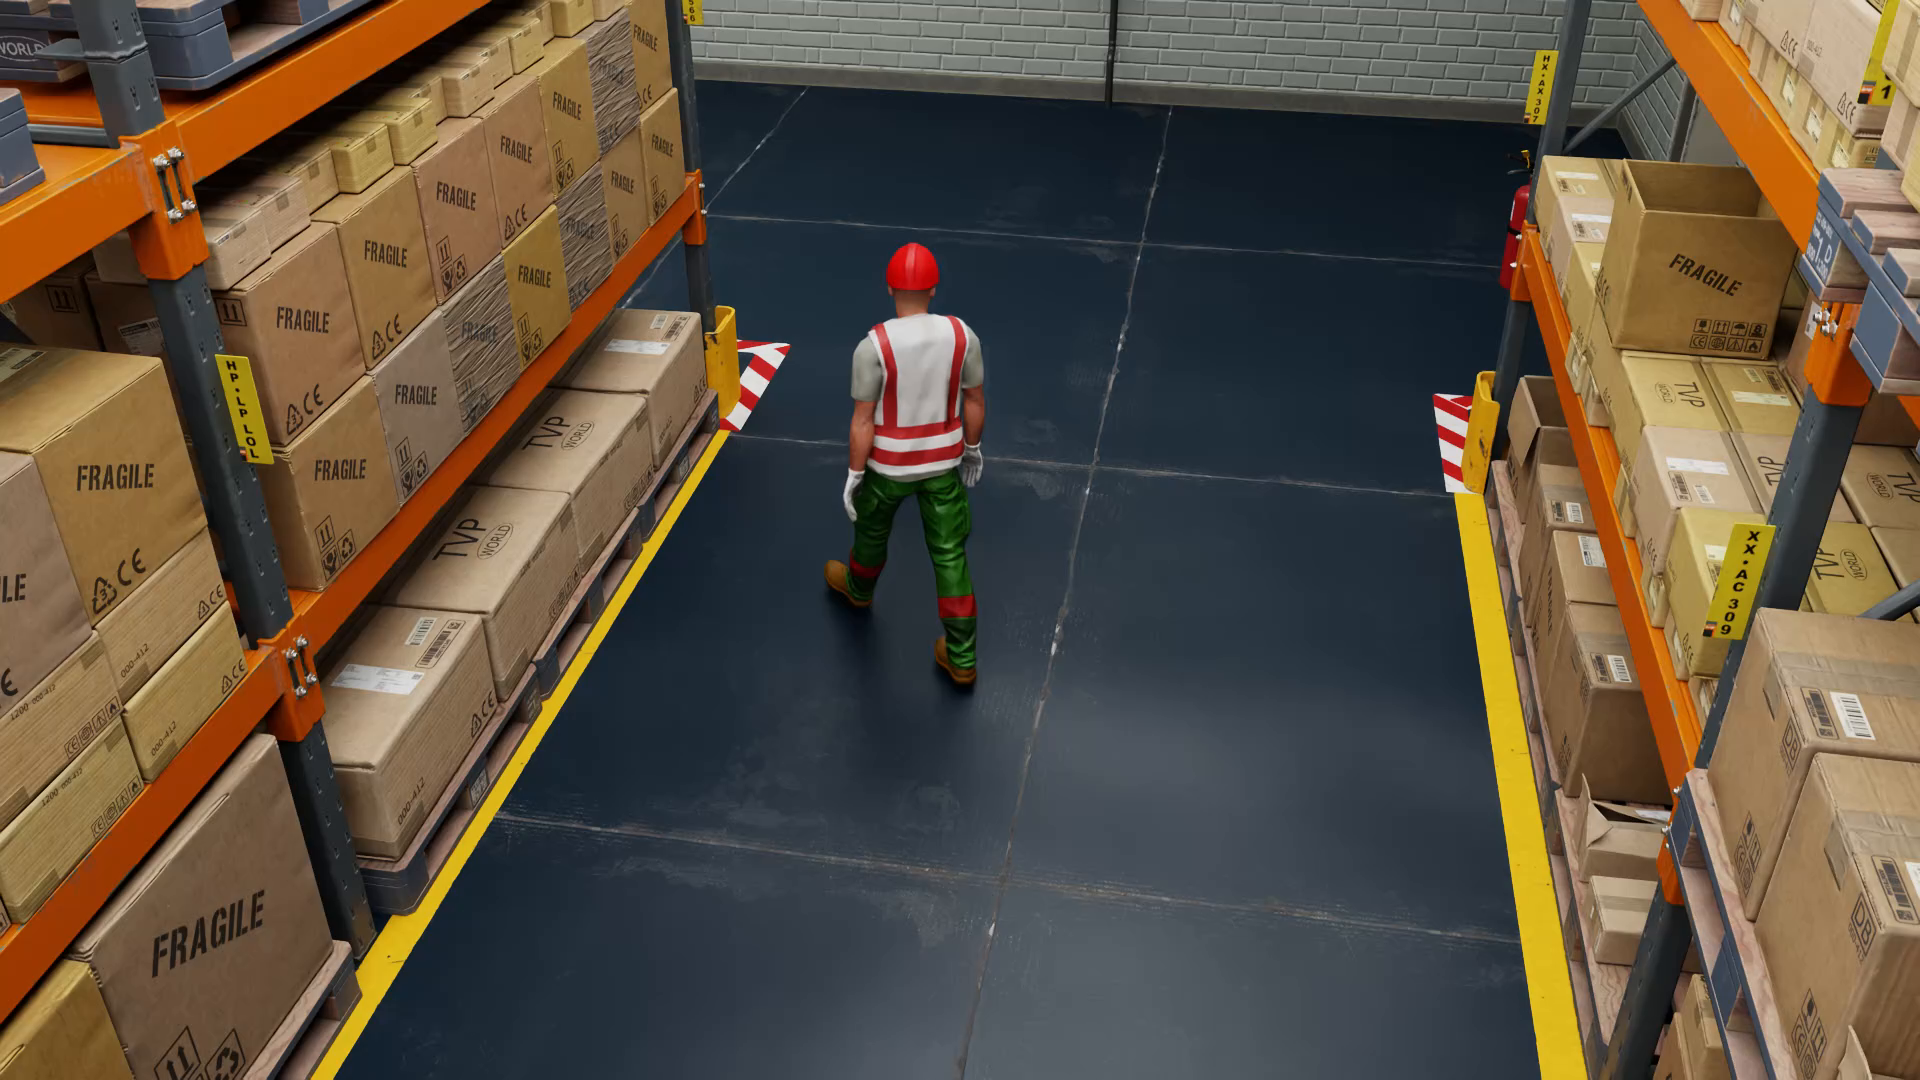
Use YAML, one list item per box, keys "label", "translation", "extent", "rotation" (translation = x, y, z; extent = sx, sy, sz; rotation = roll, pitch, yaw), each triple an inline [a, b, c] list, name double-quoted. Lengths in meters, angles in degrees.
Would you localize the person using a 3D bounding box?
- label: "person"
  translation: [-0.214, -0.354, 6.683]
  extent: [0.622, 1.735, 0.976]
  rotation: [-10, 33, -15]
